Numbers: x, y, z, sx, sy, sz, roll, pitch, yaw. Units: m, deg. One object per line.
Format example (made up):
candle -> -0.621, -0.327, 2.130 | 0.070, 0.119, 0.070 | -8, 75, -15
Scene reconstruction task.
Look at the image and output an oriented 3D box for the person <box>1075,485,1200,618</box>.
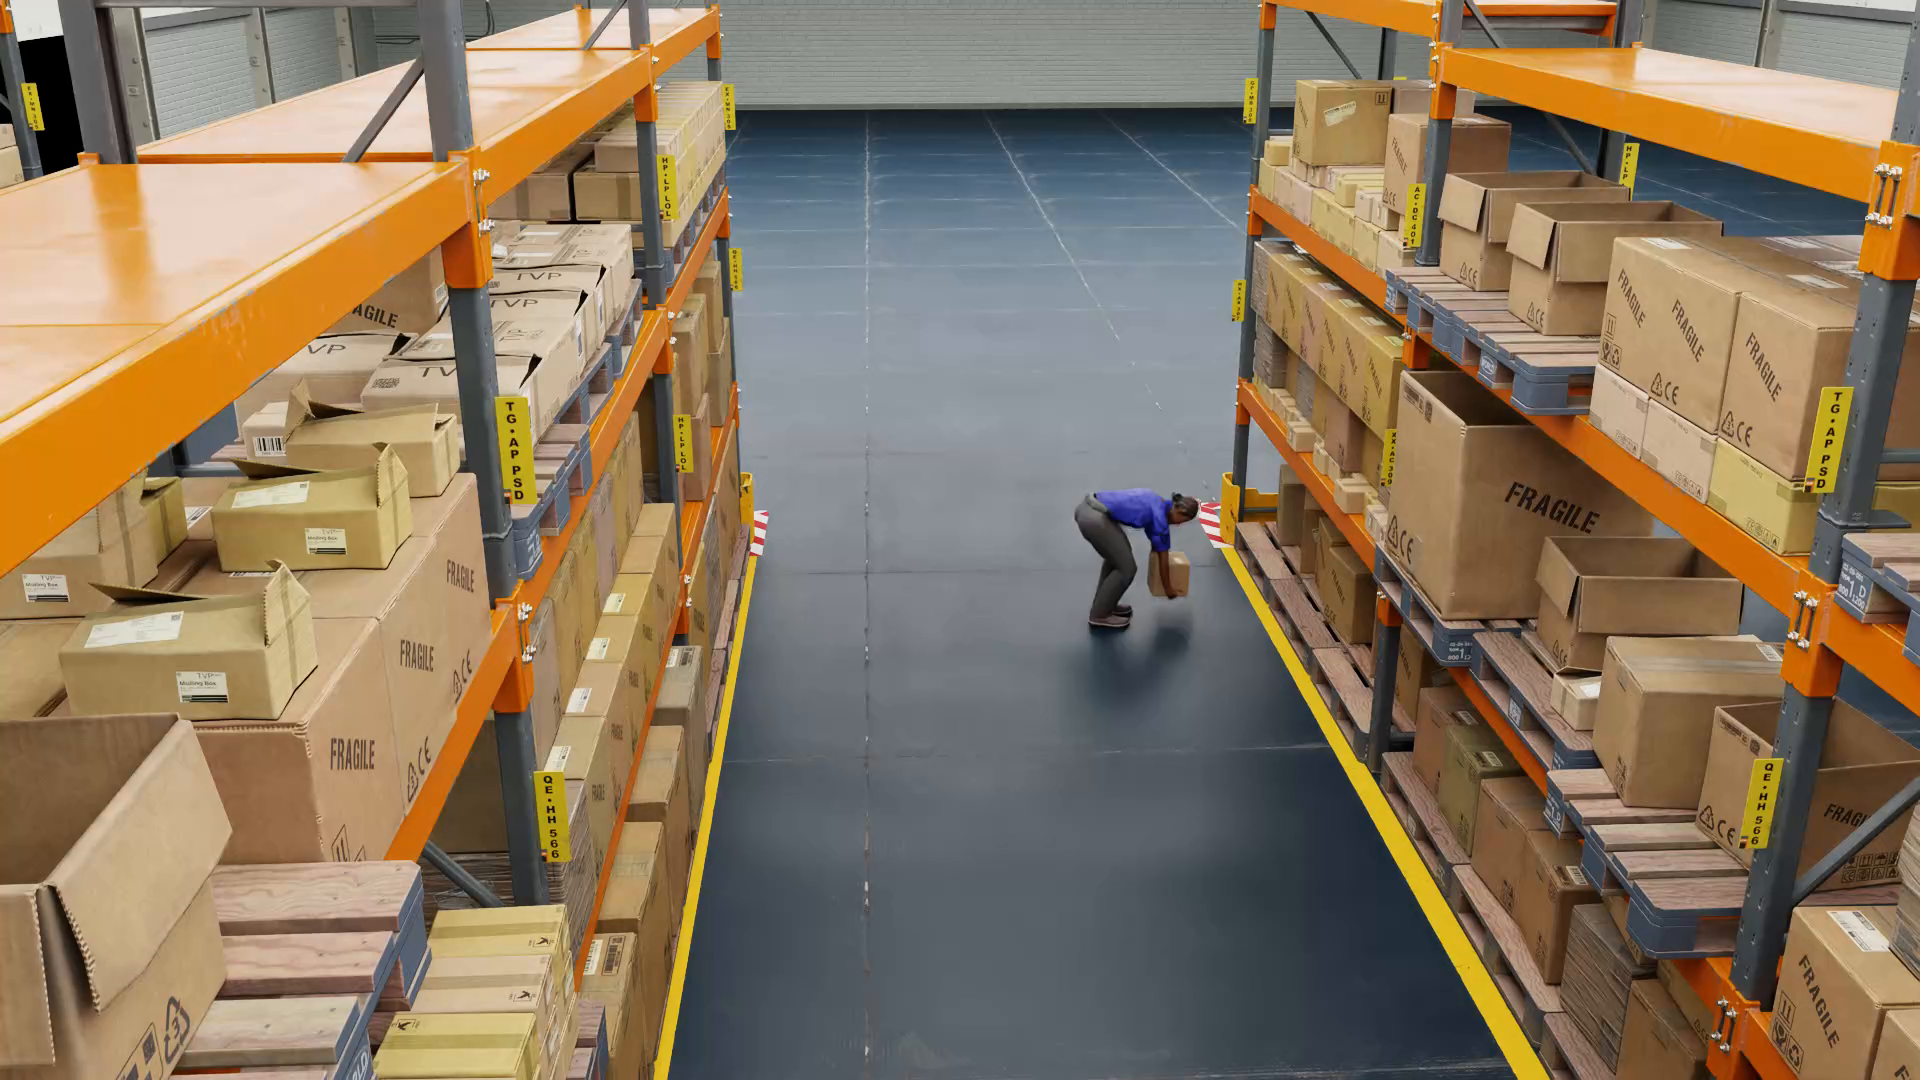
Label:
person -> 1.249, 0.064, 11.765 | 0.878, 0.919, 0.426 | -2, 21, -5
